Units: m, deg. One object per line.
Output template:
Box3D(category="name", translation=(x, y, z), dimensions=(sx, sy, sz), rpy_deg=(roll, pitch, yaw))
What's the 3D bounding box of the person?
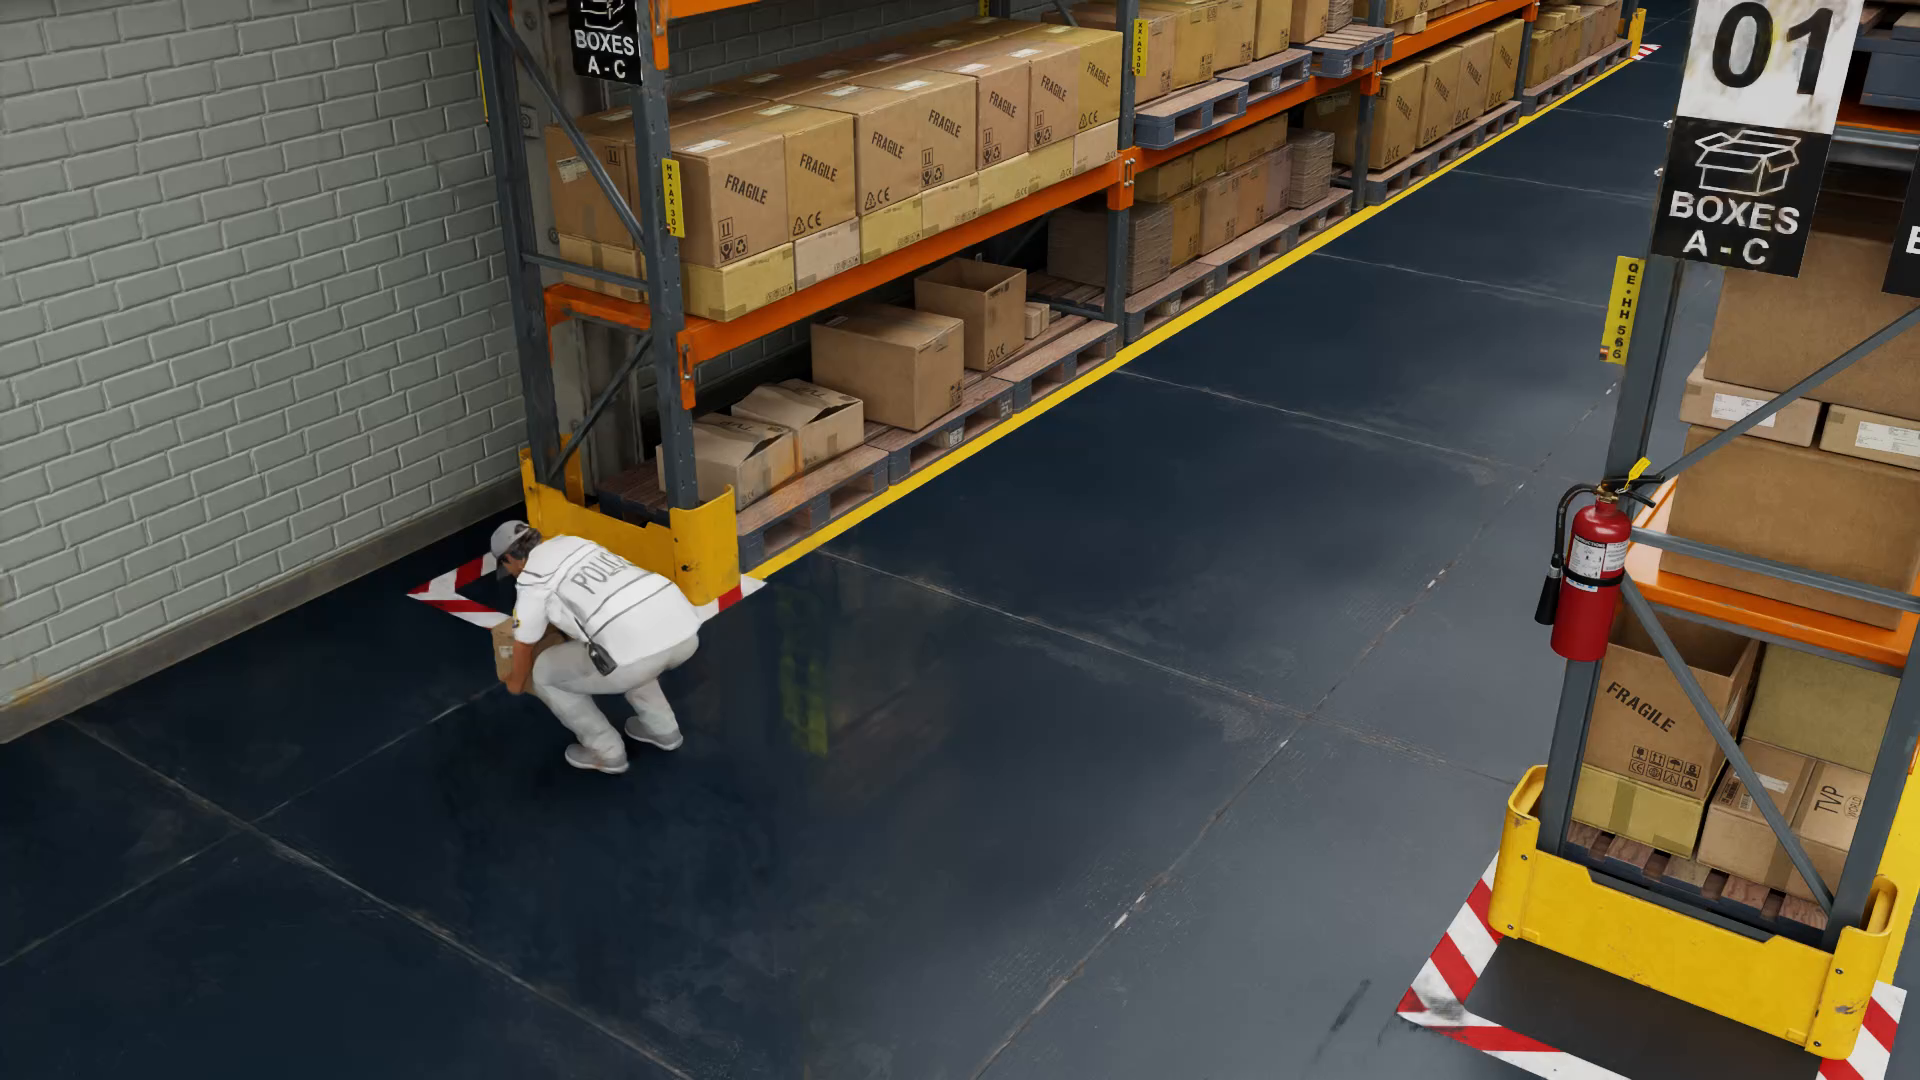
Box3D(category="person", translation=(-1.451, 0.421, 6.598), dimensions=(0.901, 0.941, 0.503), rpy_deg=(16, 31, 29))
